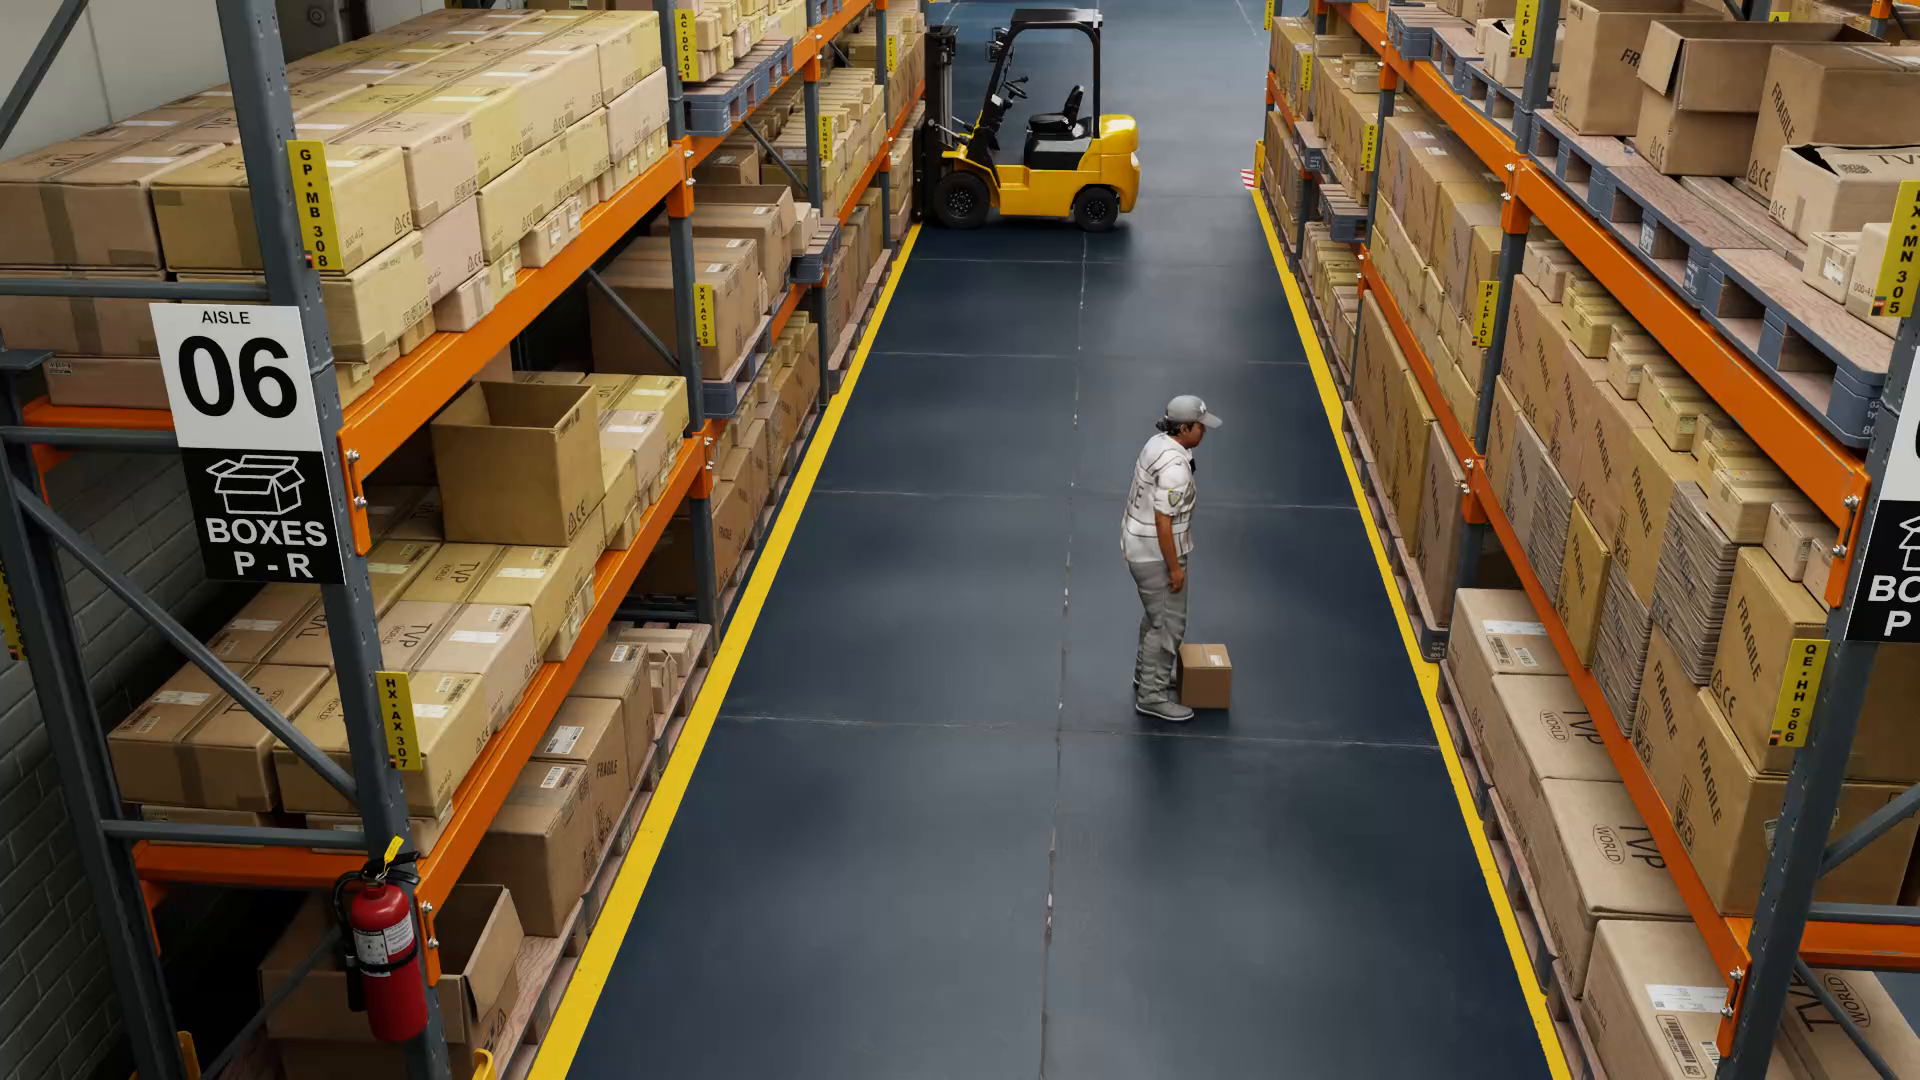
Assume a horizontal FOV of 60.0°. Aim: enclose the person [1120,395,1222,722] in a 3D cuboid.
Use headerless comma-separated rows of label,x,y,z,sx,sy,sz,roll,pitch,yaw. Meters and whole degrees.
person,1.056,0.066,8.454,0.468,1.666,0.564,0,25,1
